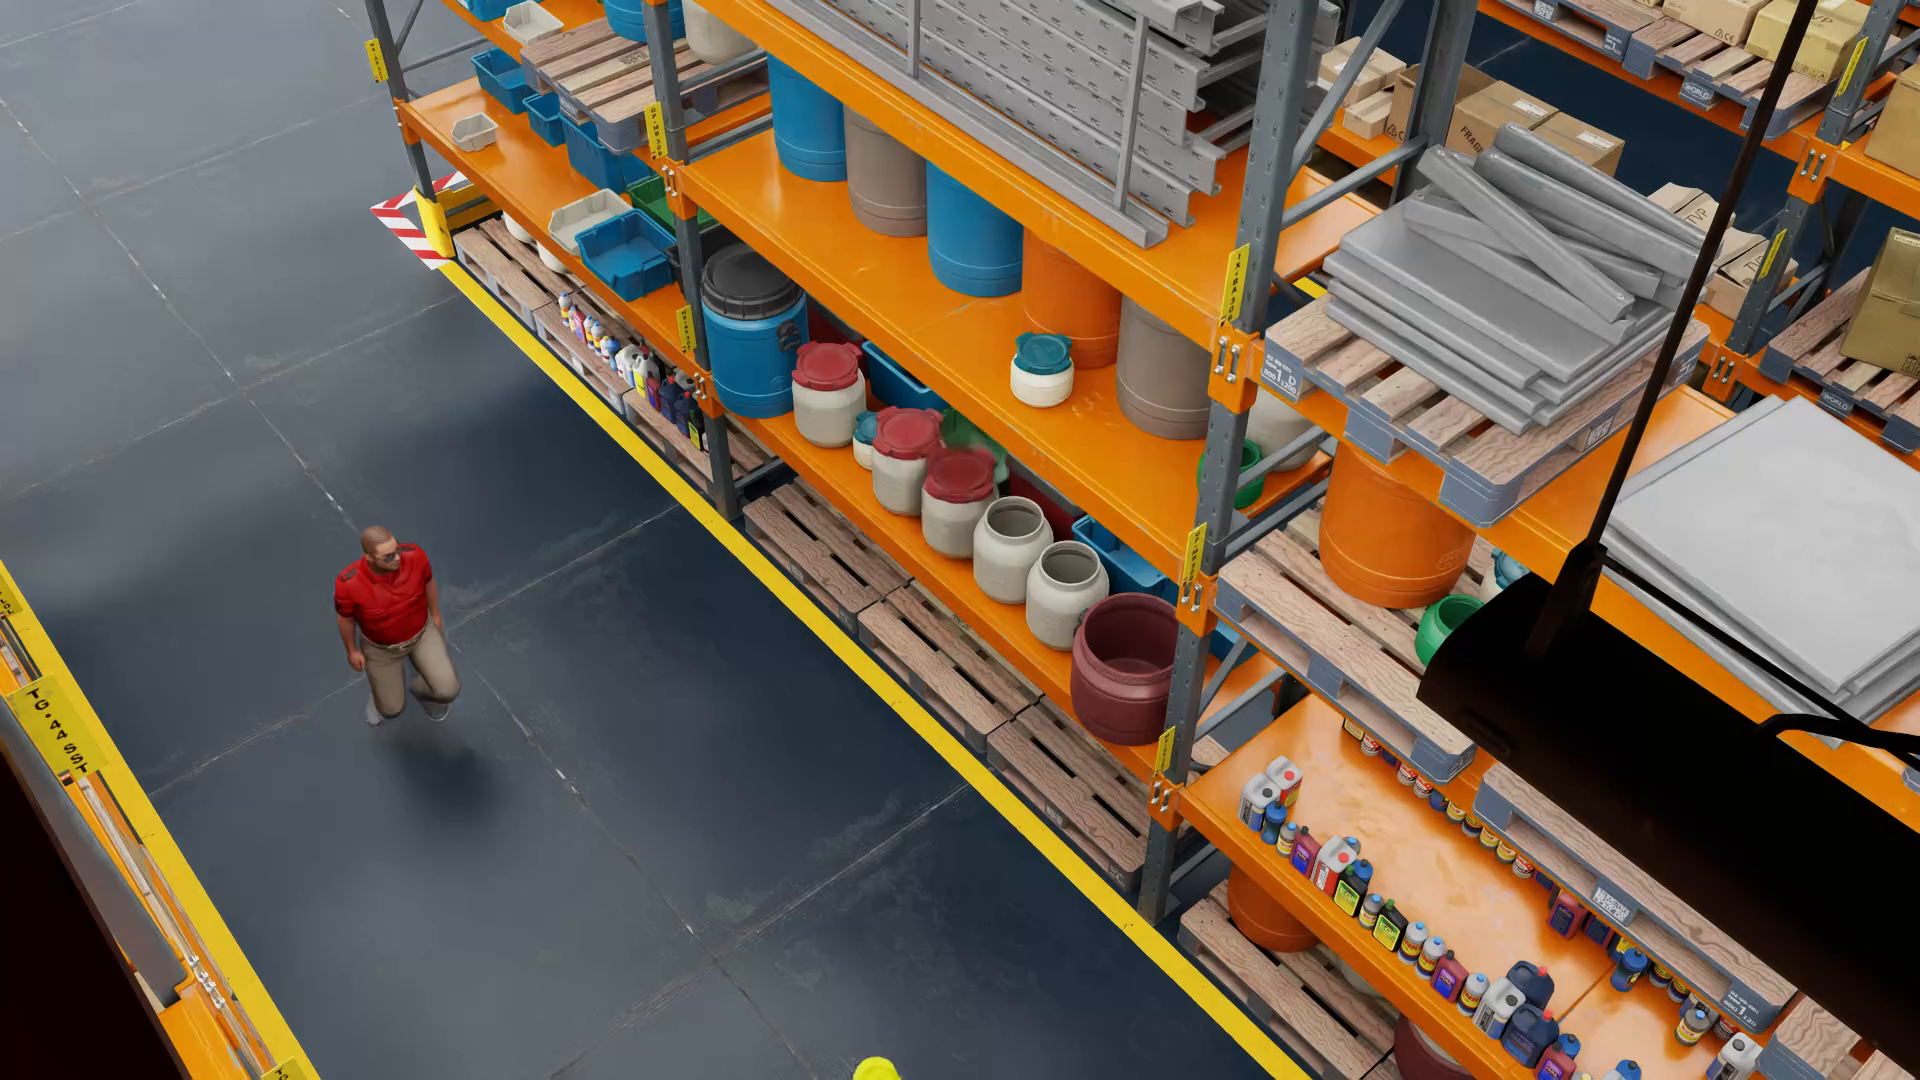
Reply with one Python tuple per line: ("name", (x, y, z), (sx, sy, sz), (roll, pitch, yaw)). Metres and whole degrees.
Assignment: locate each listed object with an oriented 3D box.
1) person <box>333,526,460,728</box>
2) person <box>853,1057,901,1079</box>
("person", (-3.120, 0.486, 9.150), (0.597, 1.596, 0.650), (-29, 53, -25))
("person", (-0.245, 2.826, 7.021), (0.744, 1.608, 0.717), (-25, 51, -22))
